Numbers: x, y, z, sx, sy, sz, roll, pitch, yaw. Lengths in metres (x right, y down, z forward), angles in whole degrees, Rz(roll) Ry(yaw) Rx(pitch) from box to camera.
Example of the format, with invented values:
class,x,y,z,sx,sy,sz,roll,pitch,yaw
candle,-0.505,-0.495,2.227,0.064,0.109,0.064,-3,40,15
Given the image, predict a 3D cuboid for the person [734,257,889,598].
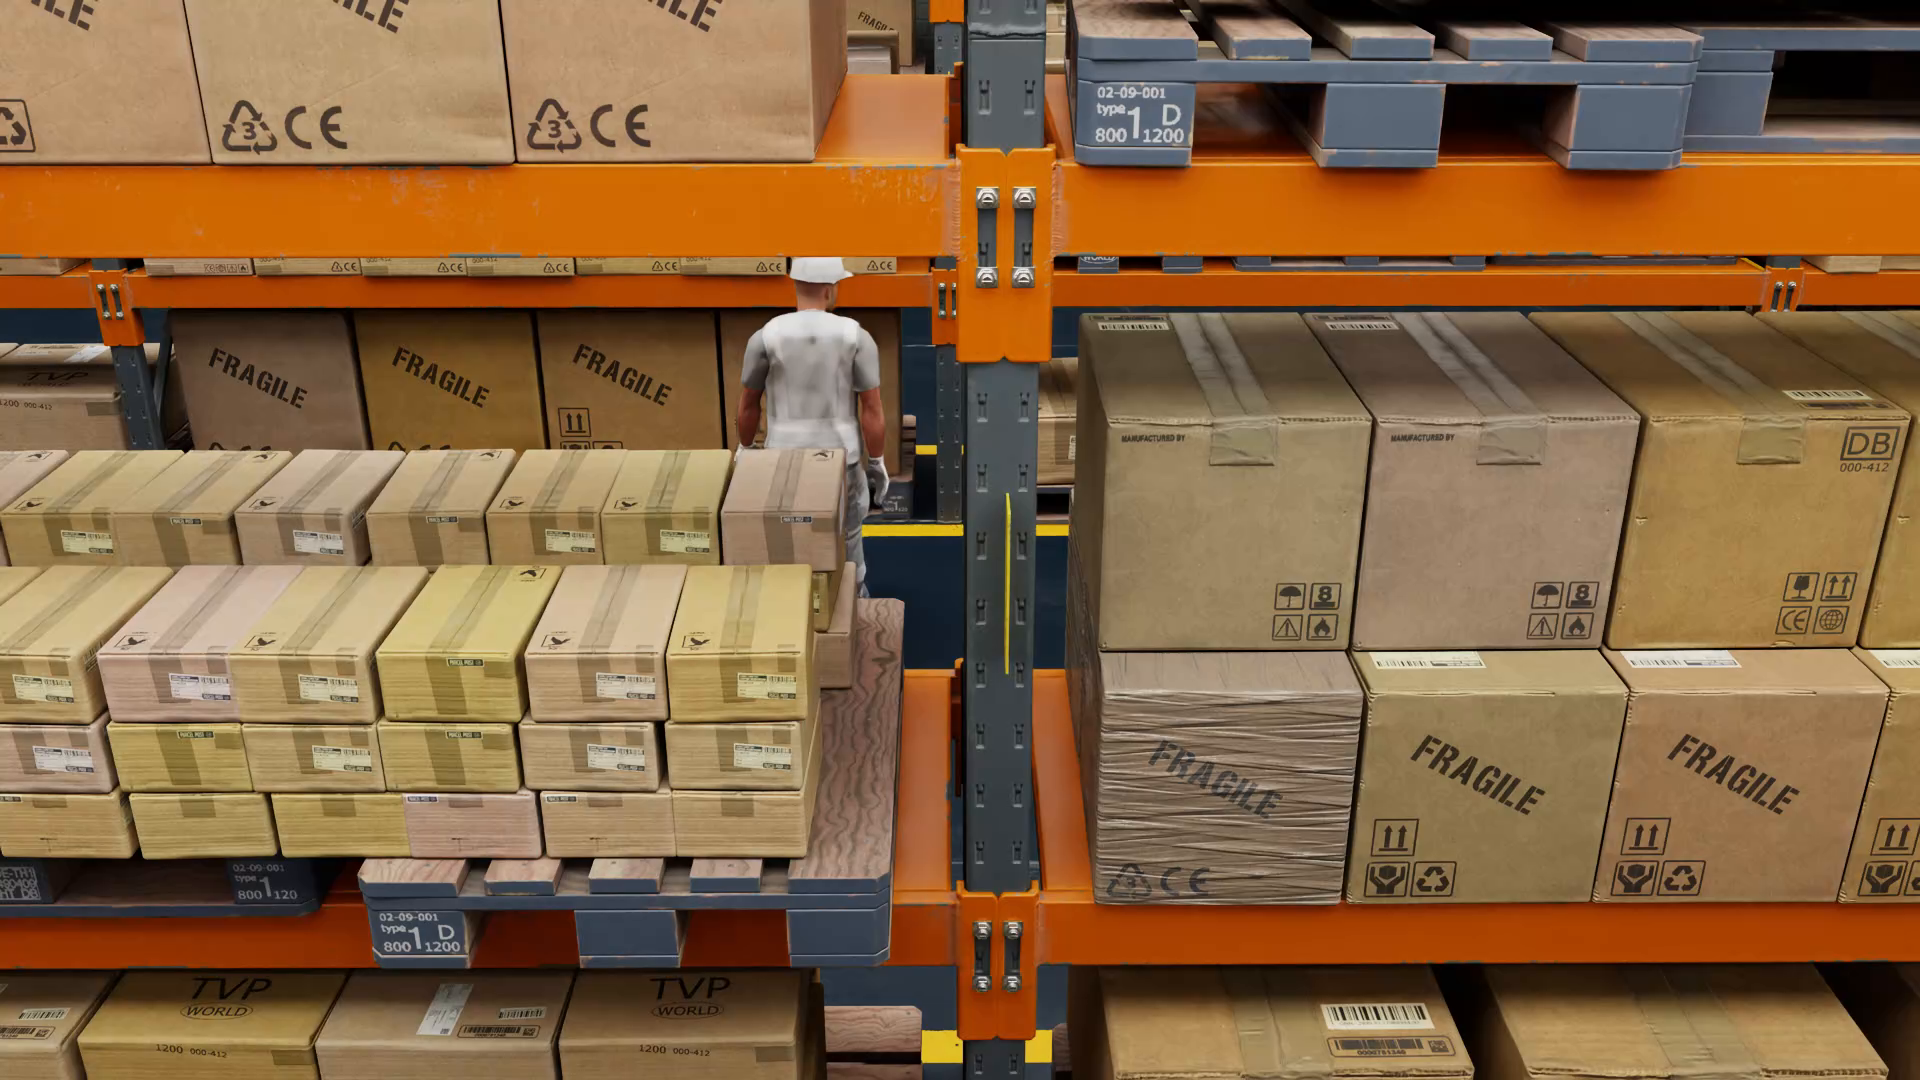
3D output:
class,x,y,z,sx,sy,sz,roll,pitch,yaw
person,-0.629,-0.334,6.849,0.644,1.755,0.956,-4,24,-9
